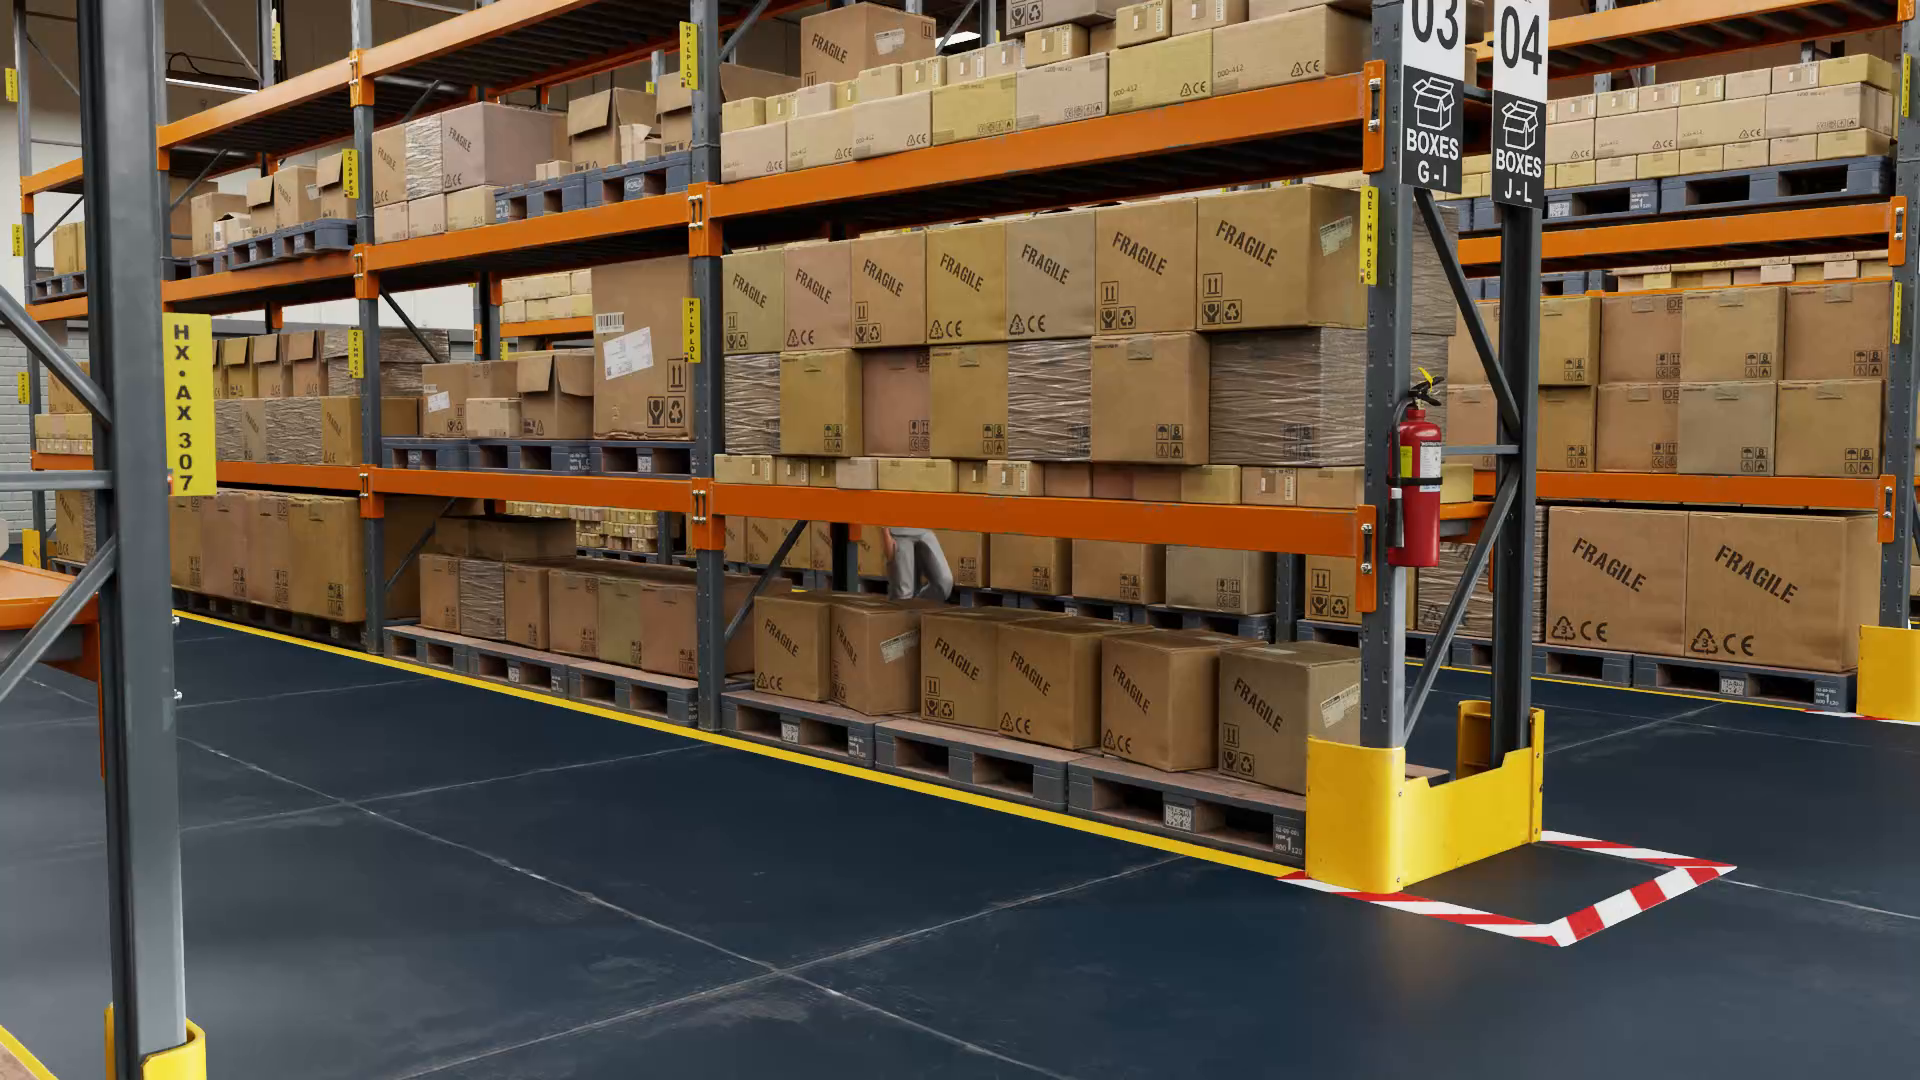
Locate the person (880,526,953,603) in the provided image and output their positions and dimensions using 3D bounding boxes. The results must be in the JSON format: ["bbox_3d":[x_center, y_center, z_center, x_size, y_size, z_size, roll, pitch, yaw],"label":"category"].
[{"bbox_3d":[-0.323,-0.016,10.859,0.475,1.665,0.452,-3,5,-40],"label":"person"}]
